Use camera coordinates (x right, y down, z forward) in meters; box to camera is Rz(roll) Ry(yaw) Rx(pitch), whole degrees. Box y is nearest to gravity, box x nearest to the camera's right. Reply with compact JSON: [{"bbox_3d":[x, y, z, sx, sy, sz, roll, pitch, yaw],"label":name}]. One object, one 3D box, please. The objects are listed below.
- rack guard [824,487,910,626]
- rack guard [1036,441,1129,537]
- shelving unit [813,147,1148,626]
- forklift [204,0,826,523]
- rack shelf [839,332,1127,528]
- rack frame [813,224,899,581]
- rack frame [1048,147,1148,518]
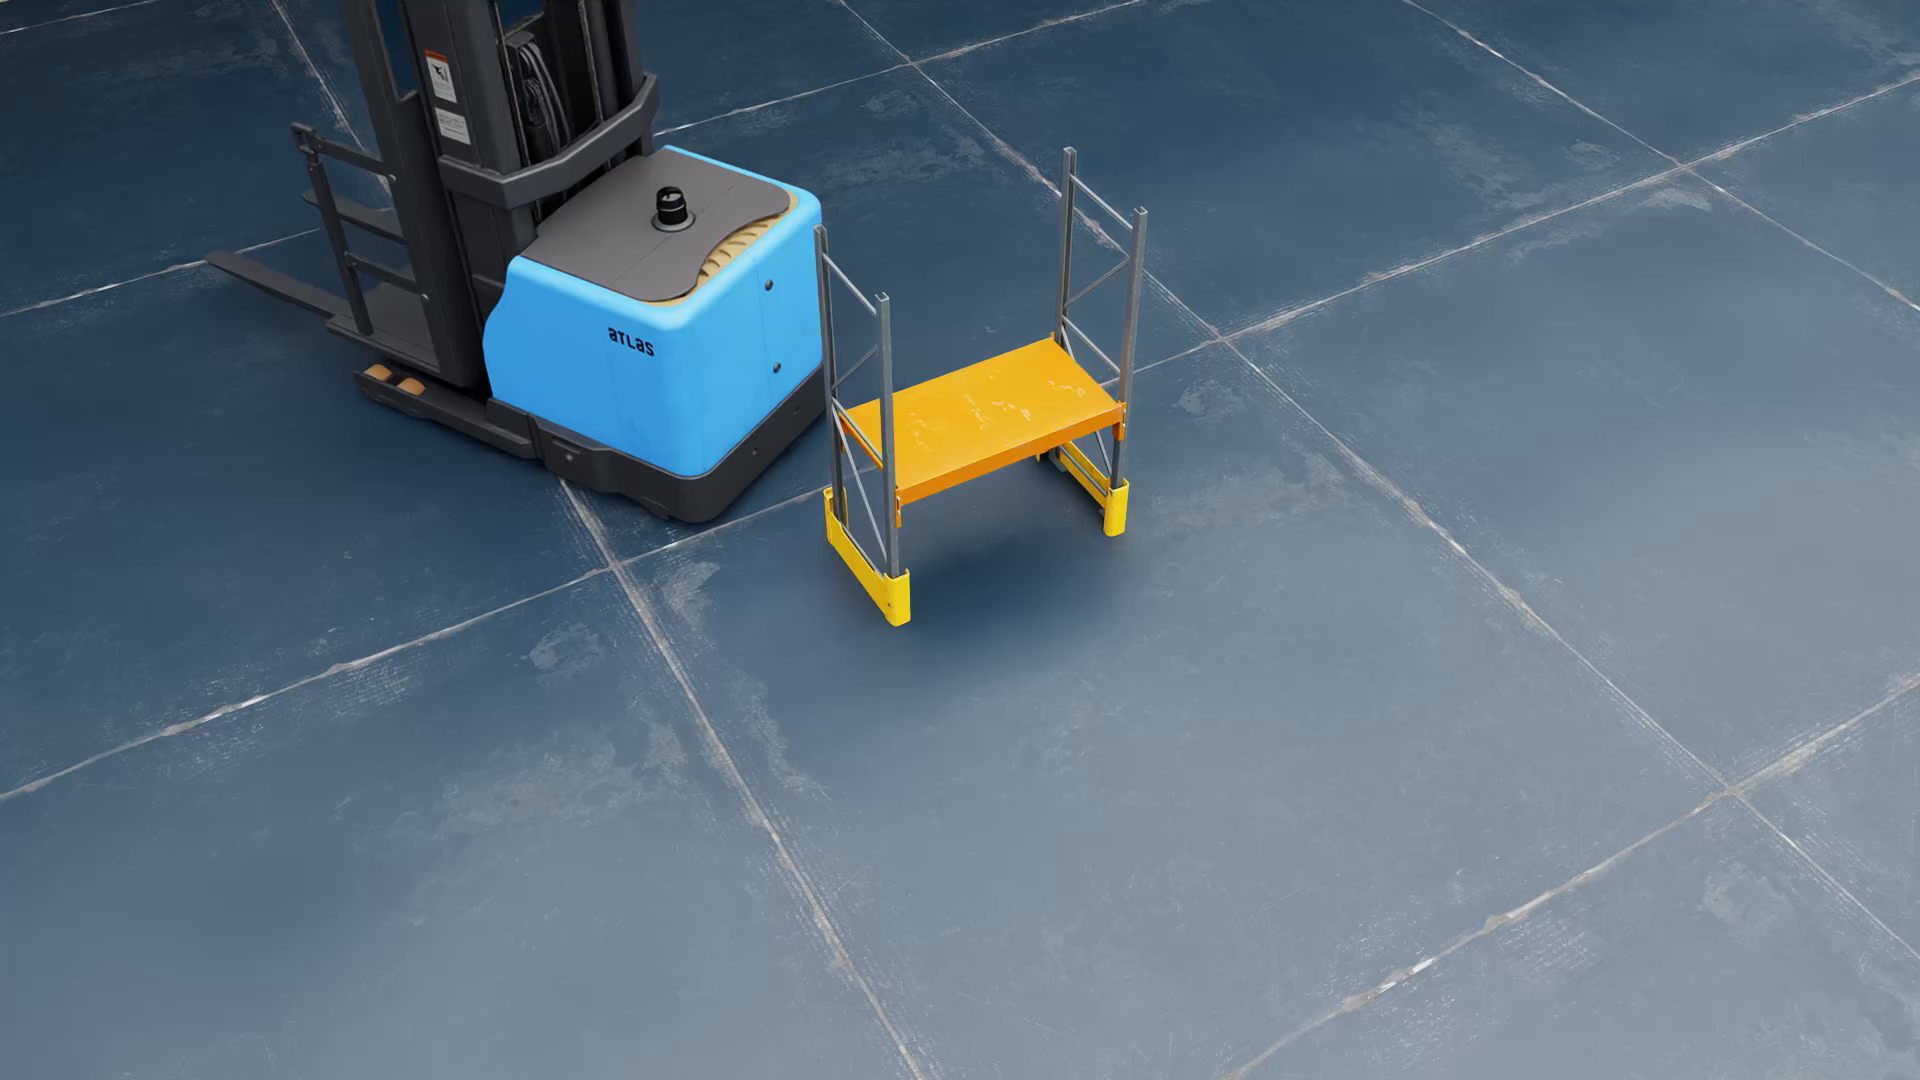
[{"bbox_3d":[-0.366,0.057,6.512,0.087,0.250,0.587,-22,48,-21],"label":"rack guard"},{"bbox_3d":[0.498,-0.289,6.868,0.087,0.250,0.587,-22,48,-21],"label":"rack guard"},{"bbox_3d":[0.066,-0.565,6.255,1.083,1.500,0.587,-22,48,-21],"label":"shelving unit"},{"bbox_3d":[-2.074,-1.889,6.592,3.031,2.935,1.130,22,48,21],"label":"forklift"},{"bbox_3d":[0.074,-0.439,6.383,1.000,0.185,0.538,-22,48,-21],"label":"rack shelf"},{"bbox_3d":[-0.367,-0.391,6.076,0.032,1.500,0.500,-22,48,-21],"label":"rack frame"},{"bbox_3d":[0.515,-0.744,6.440,0.032,1.500,0.500,-22,48,-21],"label":"rack frame"}]
